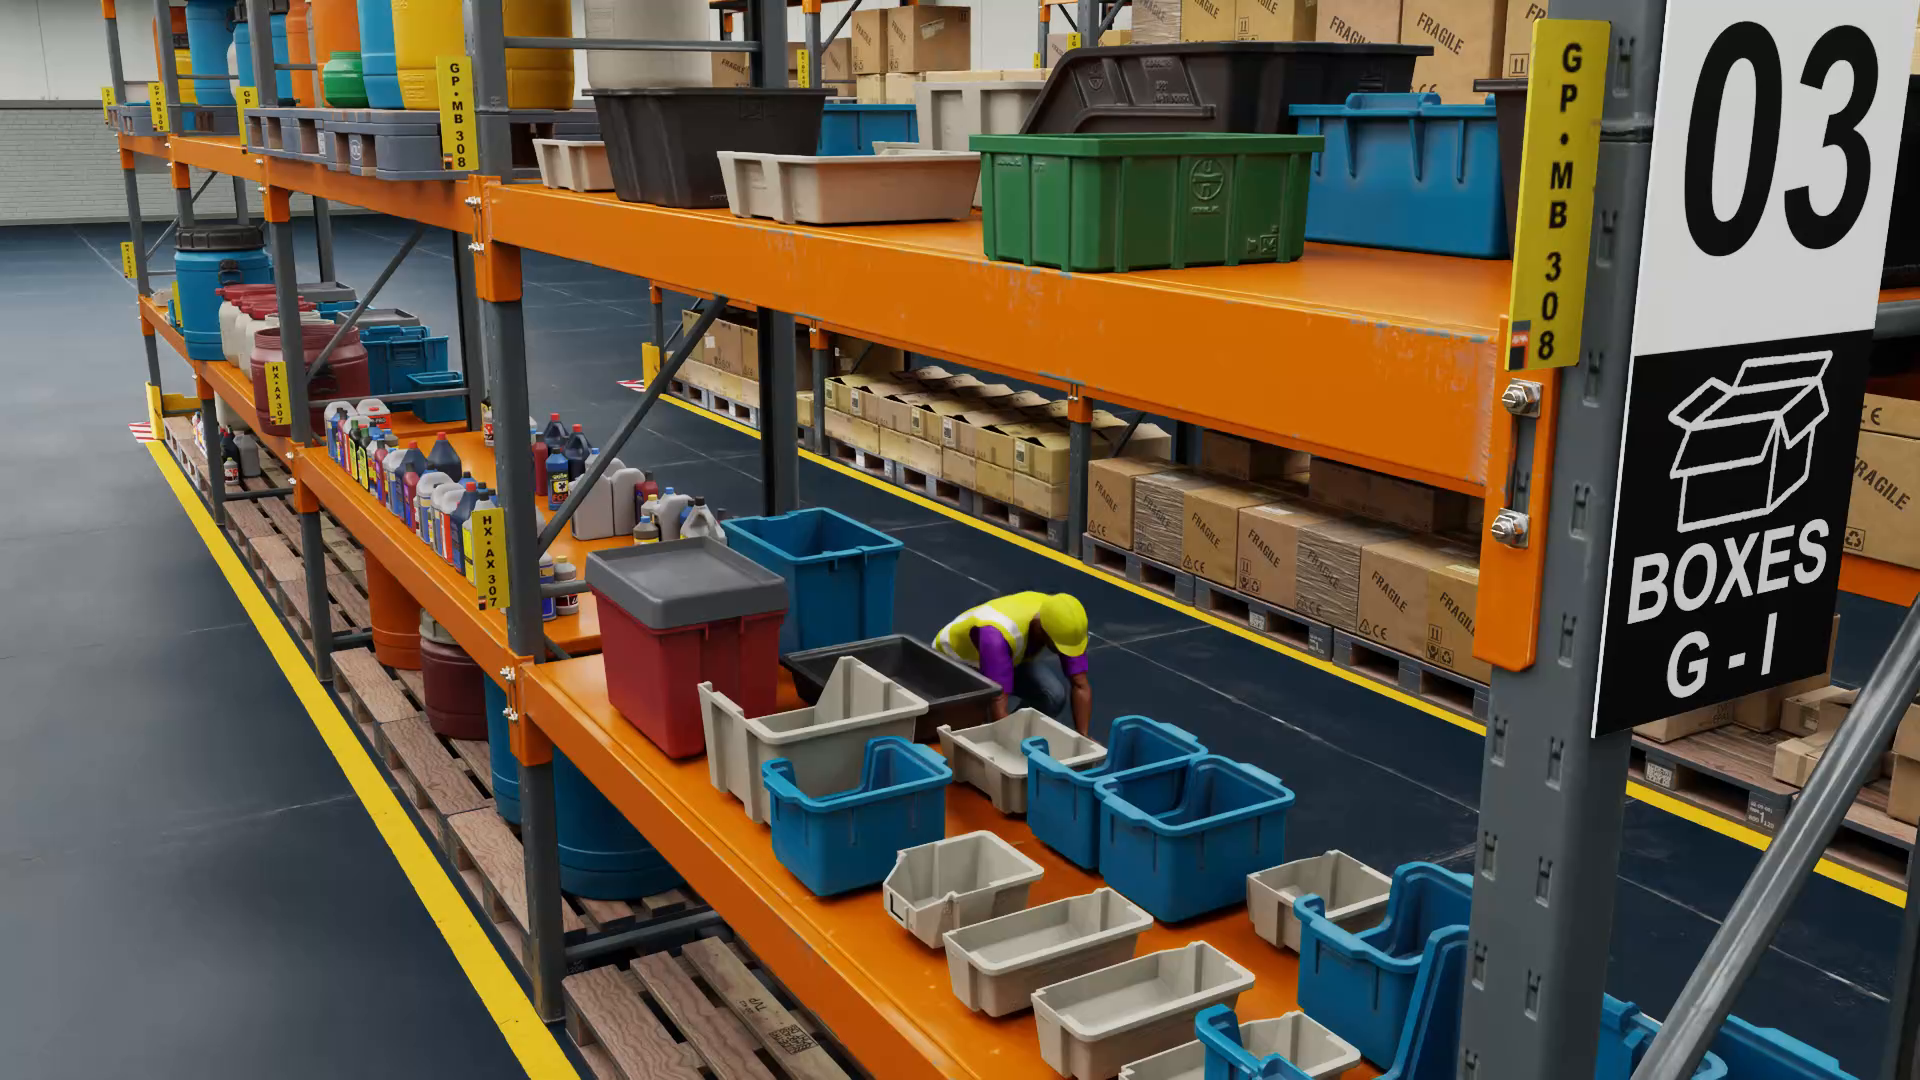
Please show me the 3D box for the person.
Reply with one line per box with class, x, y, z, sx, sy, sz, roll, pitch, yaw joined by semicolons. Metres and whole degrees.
person;0.264;0.630;7.674;0.575;0.957;0.900;-9;17;-30
